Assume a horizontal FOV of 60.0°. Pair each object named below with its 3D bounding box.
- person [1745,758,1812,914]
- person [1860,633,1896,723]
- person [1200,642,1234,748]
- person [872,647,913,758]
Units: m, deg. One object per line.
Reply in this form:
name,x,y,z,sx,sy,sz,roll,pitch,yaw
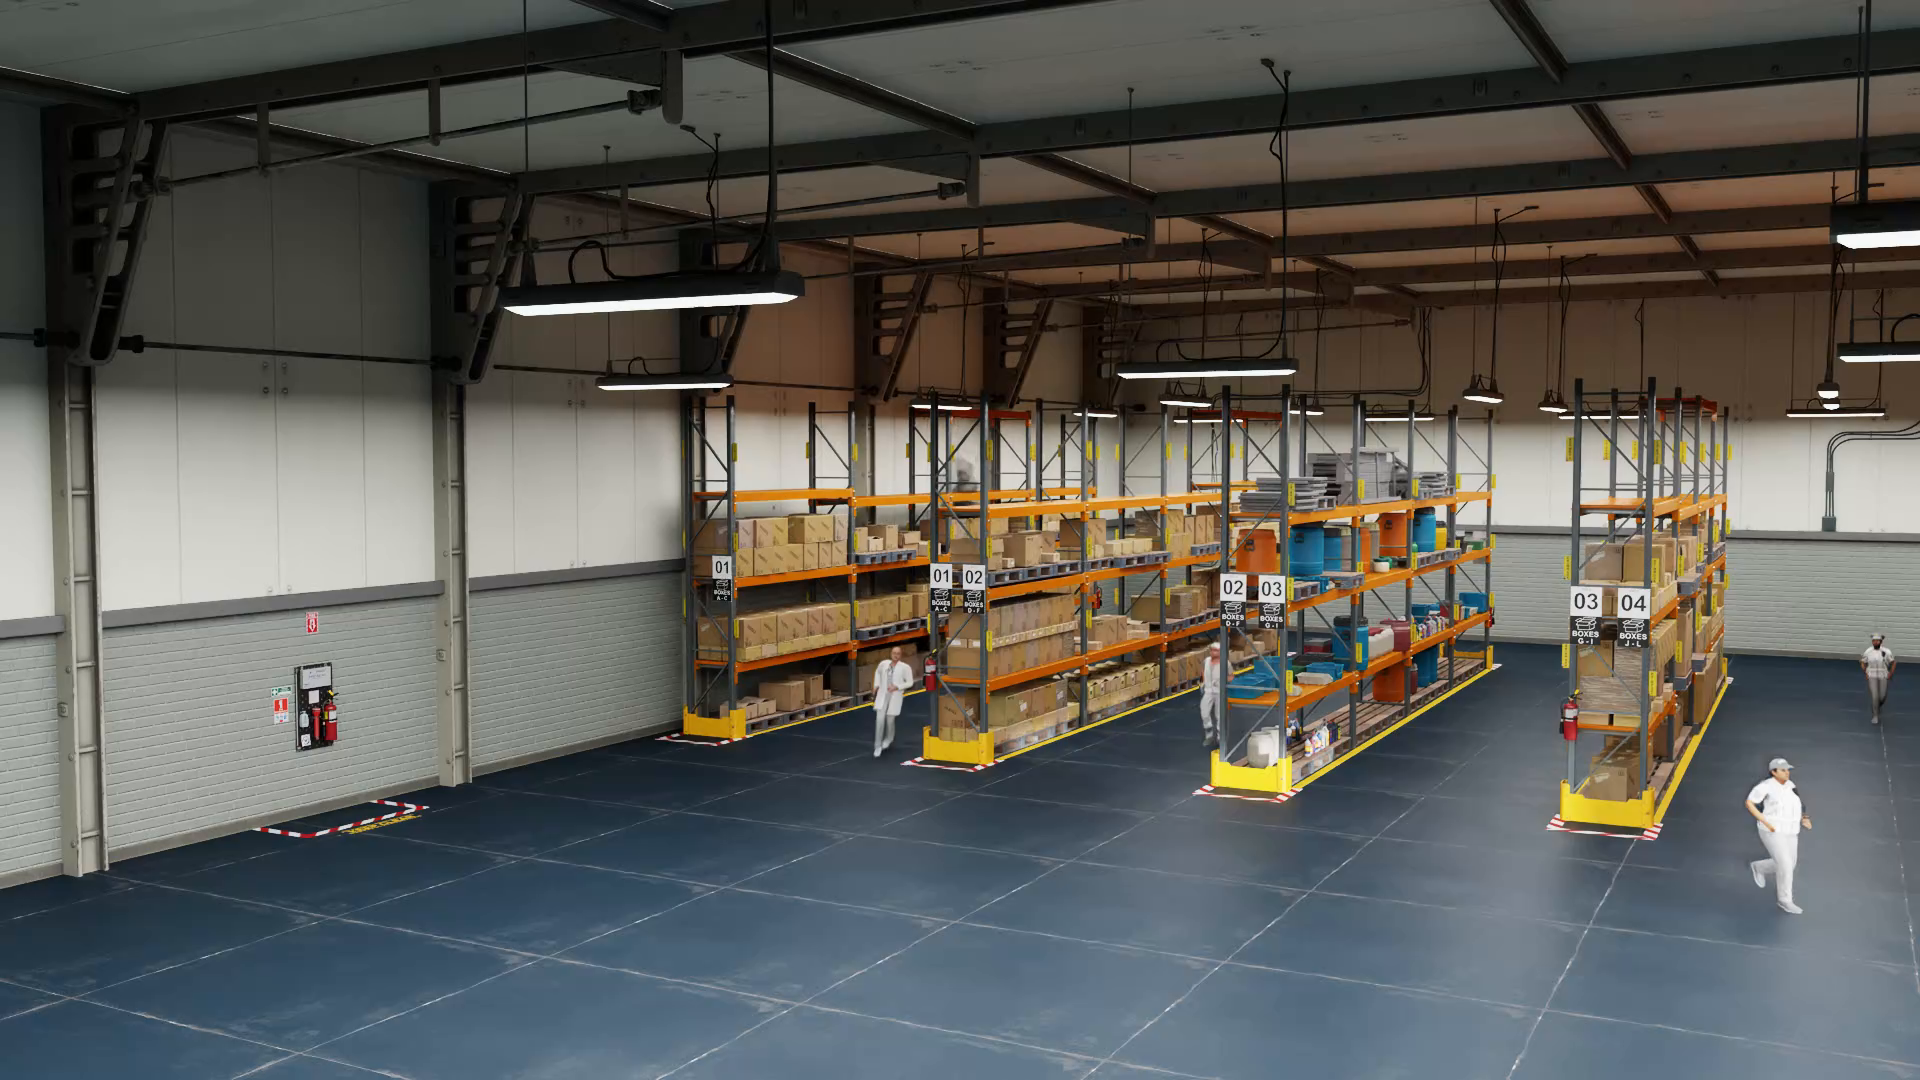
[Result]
person,9.011,3.230,18.385,0.607,1.656,0.777,-1,3,-21
person,17.060,2.553,30.916,0.575,1.672,0.528,2,3,30
person,4.336,2.636,28.231,0.642,1.816,0.738,2,3,27
person,-1.111,2.667,27.664,0.703,1.794,0.911,0,3,8
